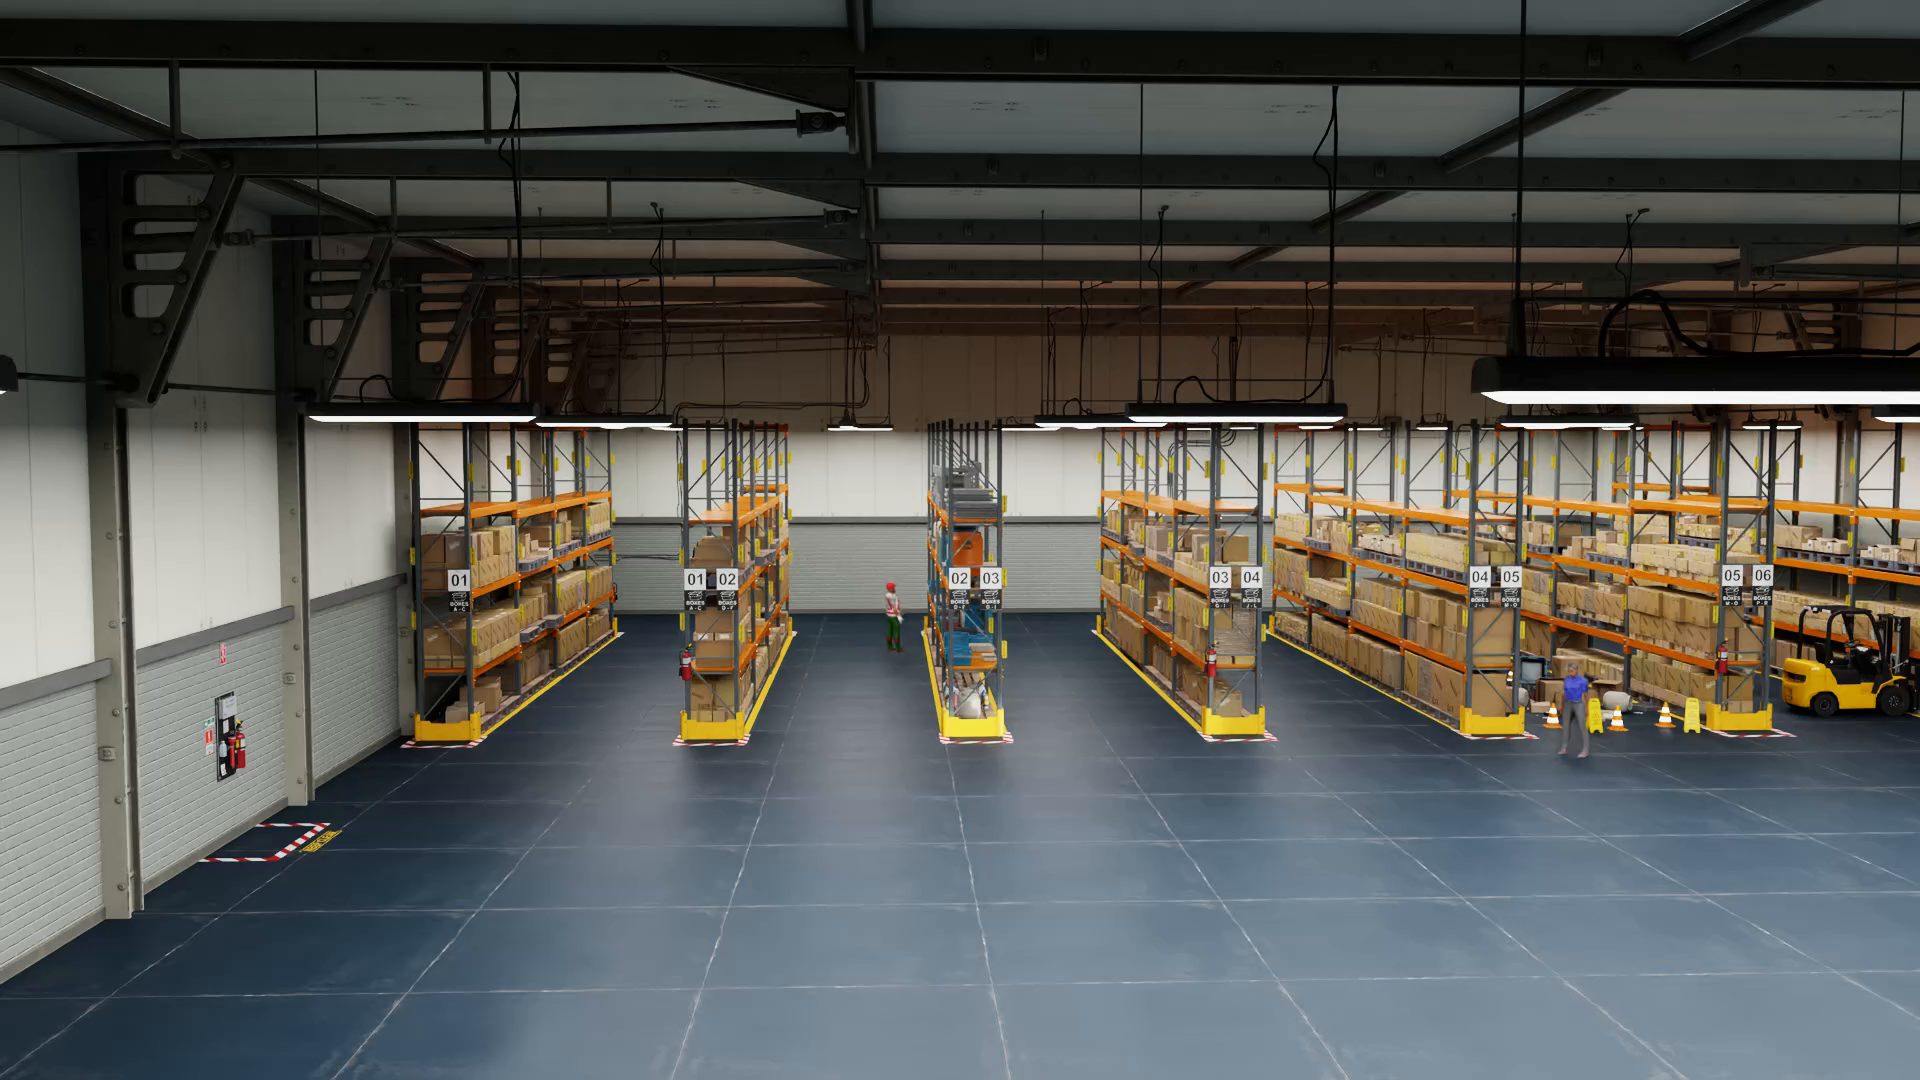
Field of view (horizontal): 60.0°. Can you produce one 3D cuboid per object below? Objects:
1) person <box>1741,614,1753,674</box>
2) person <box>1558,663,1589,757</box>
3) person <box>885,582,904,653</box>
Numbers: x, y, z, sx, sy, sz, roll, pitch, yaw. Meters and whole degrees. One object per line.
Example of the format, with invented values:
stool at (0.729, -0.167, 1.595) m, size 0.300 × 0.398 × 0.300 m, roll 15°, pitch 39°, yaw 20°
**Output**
person at (17.594, 2.492, 37.325) m, size 0.555 × 1.705 × 0.732 m, roll -1°, pitch 4°, yaw -9°
person at (10.903, 3.002, 29.552) m, size 0.371 × 1.654 × 0.535 m, roll -3°, pitch 5°, yaw -42°
person at (-1.656, 1.960, 42.297) m, size 0.450 × 1.779 × 0.627 m, roll -2°, pitch 4°, yaw -25°
